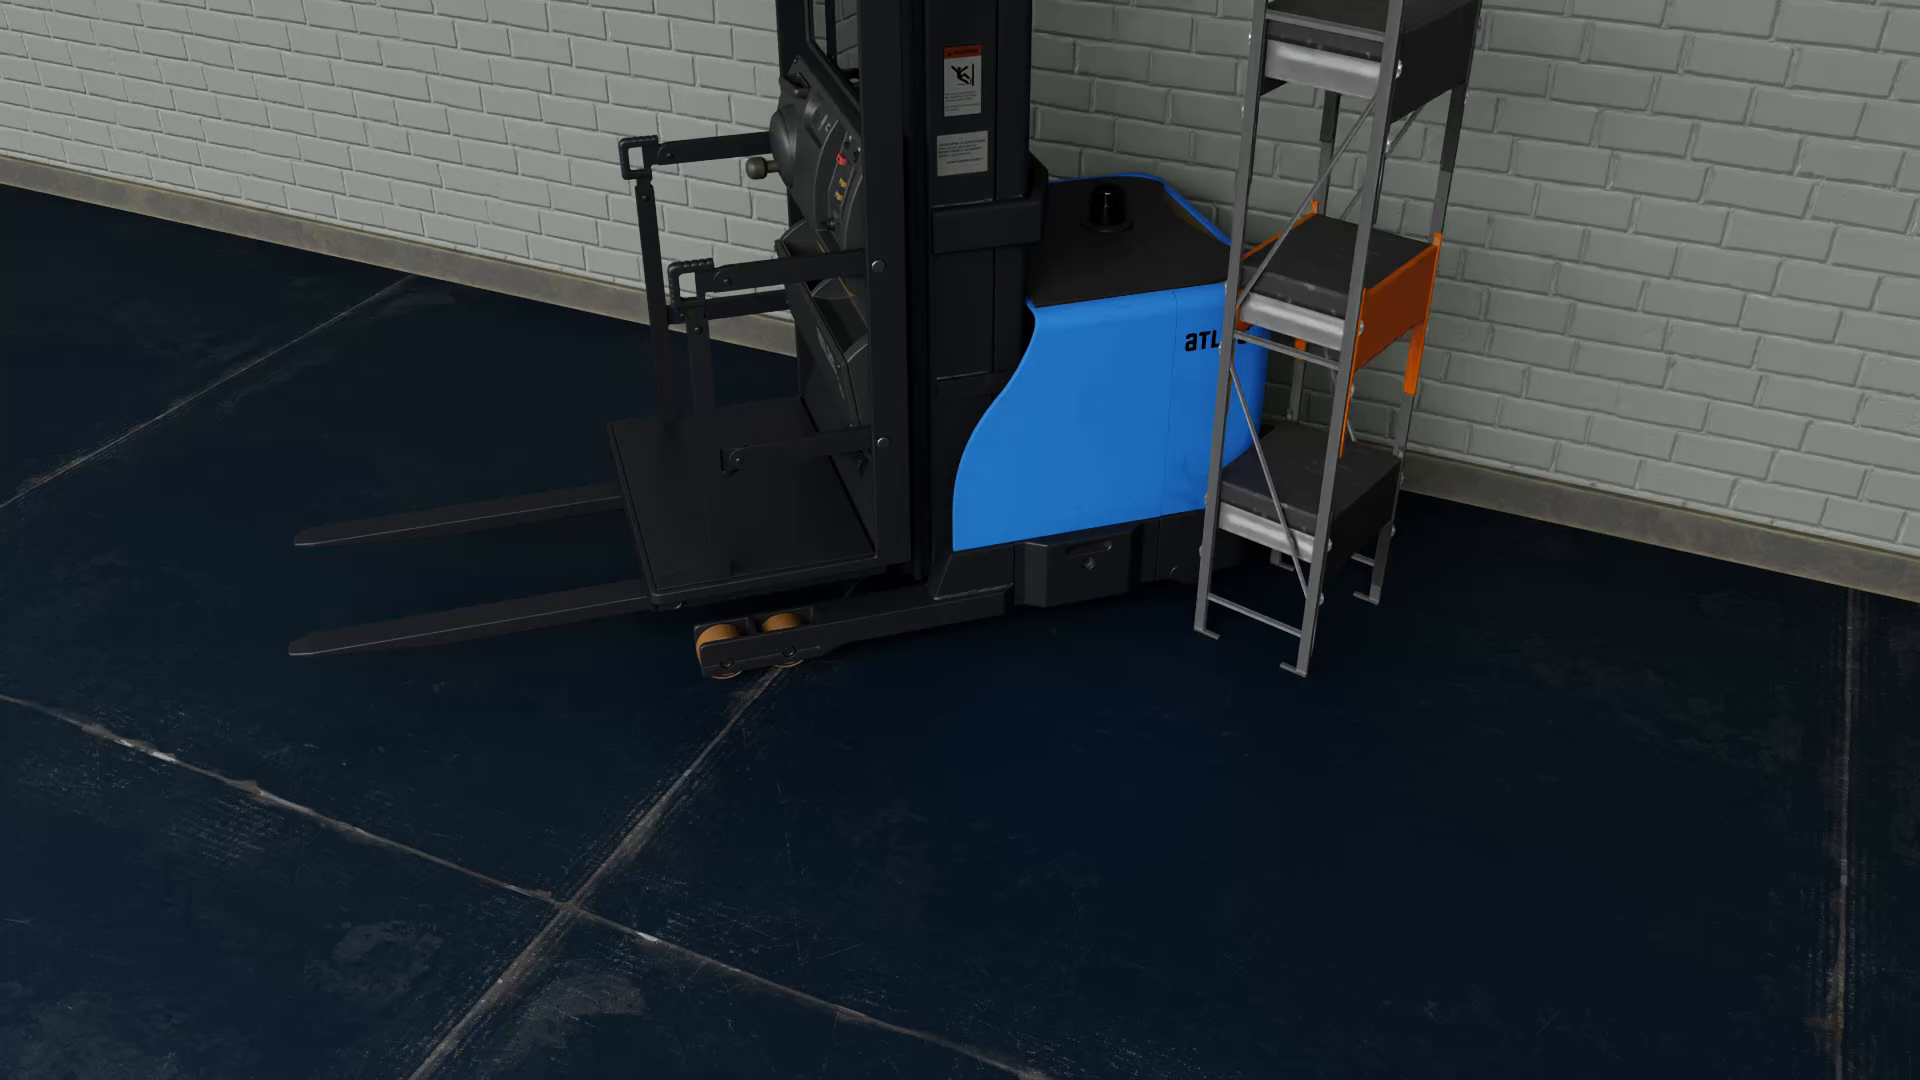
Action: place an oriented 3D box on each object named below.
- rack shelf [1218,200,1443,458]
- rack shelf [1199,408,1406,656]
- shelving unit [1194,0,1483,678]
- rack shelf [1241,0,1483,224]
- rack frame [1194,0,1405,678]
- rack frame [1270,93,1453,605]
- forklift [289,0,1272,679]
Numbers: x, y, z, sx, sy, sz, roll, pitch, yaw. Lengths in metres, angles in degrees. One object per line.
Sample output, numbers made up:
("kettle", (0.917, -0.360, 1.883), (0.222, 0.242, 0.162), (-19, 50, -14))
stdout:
("rack shelf", (1.060, -0.620, 4.805), (0.431, 0.518, 0.480), (23, 40, 31))
("rack shelf", (1.060, -0.034, 5.189), (0.431, 0.518, 0.480), (23, 40, 31))
("shelving unit", (1.060, -0.631, 4.798), (0.431, 2.100, 0.503), (23, 40, 31))
("rack shelf", (1.060, -1.205, 4.421), (0.431, 0.518, 0.480), (23, 40, 31))
("rack frame", (0.908, -0.526, 4.637), (0.400, 2.100, 0.015), (23, 40, 31))
("rack frame", (1.211, -0.736, 4.958), (0.400, 2.100, 0.015), (23, 40, 31))
("forklift", (-0.602, -1.124, 4.791), (3.031, 2.935, 1.130), (-10, 34, -14))
